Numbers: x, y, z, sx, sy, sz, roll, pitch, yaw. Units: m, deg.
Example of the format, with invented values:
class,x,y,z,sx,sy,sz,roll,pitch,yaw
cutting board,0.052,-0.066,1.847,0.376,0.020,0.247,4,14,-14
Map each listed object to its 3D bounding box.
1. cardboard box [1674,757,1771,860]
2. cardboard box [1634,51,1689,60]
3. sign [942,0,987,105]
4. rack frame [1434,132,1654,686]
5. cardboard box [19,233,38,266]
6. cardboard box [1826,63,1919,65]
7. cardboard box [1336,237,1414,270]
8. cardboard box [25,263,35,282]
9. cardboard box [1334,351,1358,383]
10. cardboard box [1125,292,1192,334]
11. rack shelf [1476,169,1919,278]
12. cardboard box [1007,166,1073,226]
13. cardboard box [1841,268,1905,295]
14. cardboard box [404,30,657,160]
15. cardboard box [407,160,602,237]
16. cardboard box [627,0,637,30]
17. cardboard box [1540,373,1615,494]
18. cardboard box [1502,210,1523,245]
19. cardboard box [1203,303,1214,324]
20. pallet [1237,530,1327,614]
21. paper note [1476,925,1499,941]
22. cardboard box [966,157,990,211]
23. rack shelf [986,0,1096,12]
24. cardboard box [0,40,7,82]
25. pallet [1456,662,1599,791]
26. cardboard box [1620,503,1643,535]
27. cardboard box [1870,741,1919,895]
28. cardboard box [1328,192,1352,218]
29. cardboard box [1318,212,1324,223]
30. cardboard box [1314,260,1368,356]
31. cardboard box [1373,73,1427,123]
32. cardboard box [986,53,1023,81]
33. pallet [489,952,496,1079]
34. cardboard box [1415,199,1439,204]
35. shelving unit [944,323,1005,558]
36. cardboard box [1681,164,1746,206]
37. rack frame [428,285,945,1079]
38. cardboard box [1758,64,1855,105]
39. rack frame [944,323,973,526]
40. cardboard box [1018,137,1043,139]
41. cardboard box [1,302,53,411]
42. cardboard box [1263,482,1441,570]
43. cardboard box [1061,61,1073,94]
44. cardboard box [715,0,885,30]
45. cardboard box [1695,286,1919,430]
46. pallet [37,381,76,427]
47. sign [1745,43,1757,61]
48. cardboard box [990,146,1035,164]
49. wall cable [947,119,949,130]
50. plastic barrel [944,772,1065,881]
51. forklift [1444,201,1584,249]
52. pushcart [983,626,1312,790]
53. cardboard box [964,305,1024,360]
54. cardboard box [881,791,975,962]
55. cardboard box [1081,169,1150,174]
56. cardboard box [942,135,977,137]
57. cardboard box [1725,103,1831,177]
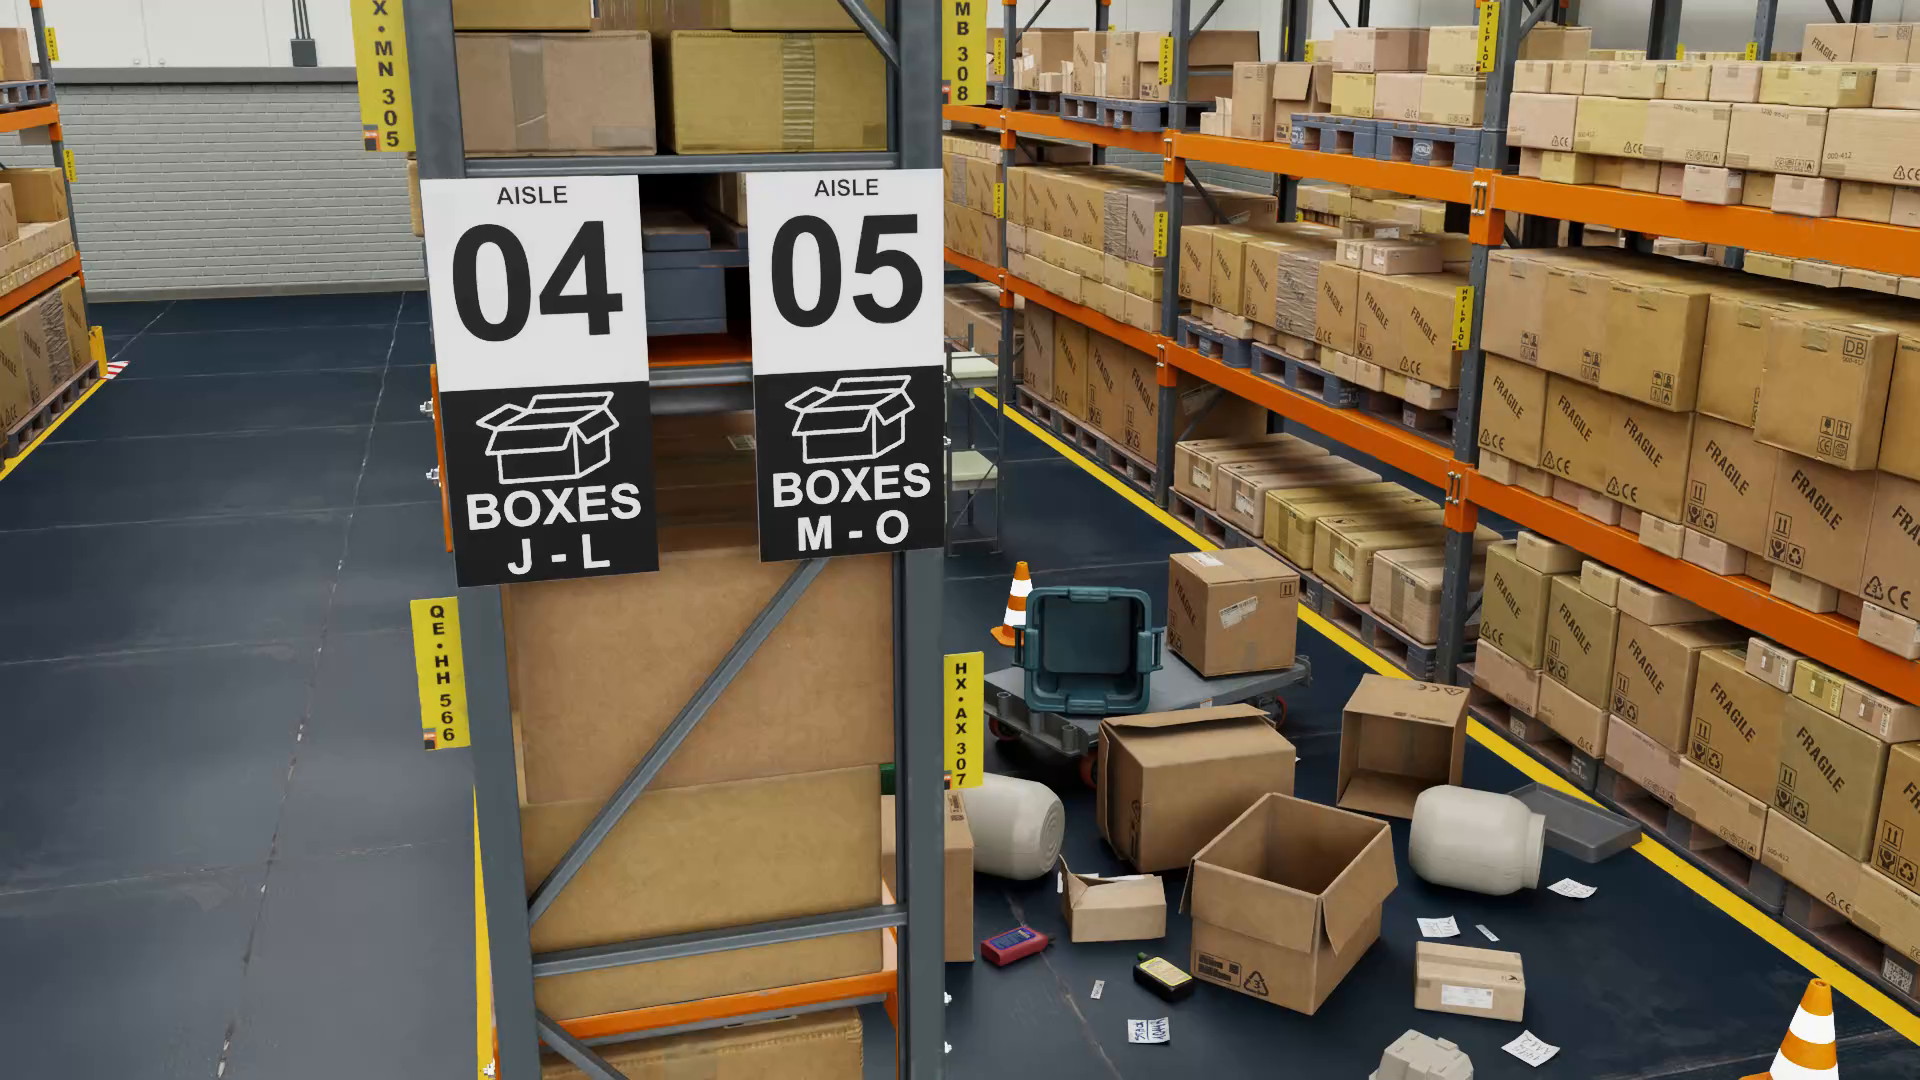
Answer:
class,x,y,z,sx,sy,sz,roll,pitch,yaw
cardboard box,3.436,1.109,7.095,0.500,0.250,0.500,-5,18,-17
cardboard box,6.109,-4.182,14.496,0.380,0.149,0.250,-5,17,-16
sign,0.004,-1.032,3.303,0.100,0.325,0.005,-5,17,-15
rack frame,3.101,-0.623,8.810,1.000,3.000,0.127,-5,17,-15
cardboard box,-8.911,-2.691,15.440,0.500,0.250,0.500,-5,17,-15
cardboard box,3.819,-1.897,6.889,0.380,0.149,0.250,-4,17,-15
cardboard box,2.457,-1.698,9.843,0.380,0.149,0.250,-5,18,-18
cardboard box,-8.817,-2.471,15.400,0.380,0.149,0.250,-5,17,-17
cardboard box,2.460,-1.037,9.896,0.380,0.149,0.250,-5,17,-15
cardboard box,1.613,-1.776,12.913,0.500,0.250,0.500,-5,18,-17
rack shelf,3.651,-1.161,6.641,1.077,0.370,4.000,-5,17,-15
cardboard box,0.747,-3.218,15.538,0.500,0.500,0.500,-4,17,-15
cardboard box,6.923,-1.863,12.332,0.500,0.250,0.500,-5,17,-17
cardboard box,-0.934,-0.966,3.581,0.500,0.250,0.500,-4,17,-15
cardboard box,-0.948,-0.727,3.478,0.380,0.149,0.250,-5,17,-15
cardboard box,-0.877,-1.725,5.414,0.380,0.149,0.250,-5,17,-16
cardboard box,3.114,-0.532,7.819,0.500,0.500,0.500,-5,17,-15
cardboard box,5.734,-3.183,16.431,0.700,0.500,0.500,-5,17,-15
cardboard box,1.958,-1.624,11.852,0.380,0.149,0.250,-6,18,-19
pallet,2.547,0.160,11.054,1.003,0.211,1.213,-5,17,-15
paper note,2.118,1.578,6.680,0.032,0.001,0.123,-5,17,-15
cardboard box,0.376,-3.612,16.850,0.500,0.500,0.500,-5,17,-16
rack shelf,0.353,-5.726,17.317,1.077,0.370,4.000,-5,17,-15
cardboard box,-9.492,-4.587,15.717,0.700,0.500,0.500,-5,18,-17
pallet,3.320,0.896,8.603,1.003,0.211,1.213,-5,17,-15
cardboard box,3.239,-0.110,7.542,0.380,0.149,0.250,-5,17,-16
cardboard box,3.729,1.040,6.023,0.500,0.500,0.500,-5,17,-15
cardboard box,4.722,-3.980,19.731,0.500,0.250,0.500,-5,17,-16
cardboard box,4.621,-3.966,20.377,0.380,0.149,0.250,-5,17,-16
cardboard box,2.480,-1.404,9.991,0.500,0.500,0.500,-4,17,-13
cardboard box,2.667,-2.479,9.307,0.500,0.250,0.500,-4,17,-15
cardboard box,0.419,-4.608,16.194,0.396,0.266,0.258,-4,17,-13
pallet,-1.158,1.687,5.969,1.003,0.211,1.213,-5,17,-15
cardboard box,5.513,-3.739,18.929,0.500,0.250,0.500,-4,17,-14
shelving unit,0.002,-0.716,11.730,0.431,1.500,0.755,-5,17,-15
cardboard box,3.221,-1.470,6.853,0.380,0.149,0.250,-5,17,-16
rack frame,-0.531,0.903,3.731,1.000,3.000,0.127,-5,17,-15
cardboard box,3.381,-1.784,6.515,0.380,0.149,0.250,-4,17,-14
rack frame,-0.099,-0.818,12.067,0.400,1.500,0.023,-5,17,-15
cardboard box,0.665,-4.203,17.692,0.380,0.149,0.250,-5,17,-15
cardboard box,-8.978,-1.673,15.272,0.875,0.875,0.875,-5,17,-15
cardboard box,2.561,-0.101,10.911,0.950,0.372,0.625,-4,17,-13
cardboard box,1.068,-3.876,13.930,0.396,0.266,0.258,-3,17,-11
cardboard box,-0.317,-1.161,3.537,0.380,0.149,0.250,-5,17,-15
cardboard box,3.476,-0.732,6.745,0.700,0.500,0.500,-5,17,-16
pallet,-9.098,-1.271,15.816,1.003,0.211,1.213,-5,17,-15
sign,6.251,-3.764,13.157,0.100,0.325,0.005,-5,17,-15
cardboard box,0.512,-3.733,16.126,0.380,0.149,0.250,-5,17,-16
wall cable,-0.408,-6.102,25.285,0.588,1.984,0.122,-5,17,-15
plastic barrel,0.156,1.223,7.144,0.512,0.421,0.421,7,18,23
forklift,4.515,-1.867,13.074,1.130,2.935,3.031,-5,17,-16
pushcart,0.923,0.827,8.542,1.648,0.377,0.936,-12,20,-34
cardboard box,0.587,-2.239,17.916,0.875,0.438,0.875,-5,17,-17
cardboard box,-0.217,1.341,6.614,0.500,0.500,0.500,-2,17,-6
cardboard box,1.416,-3.116,15.199,0.500,0.500,0.500,-4,17,-14
cardboard box,-0.023,-4.299,18.011,0.380,0.149,0.250,-5,17,-15
cardboard box,3.375,-1.565,6.479,0.500,0.250,0.500,-5,17,-15
